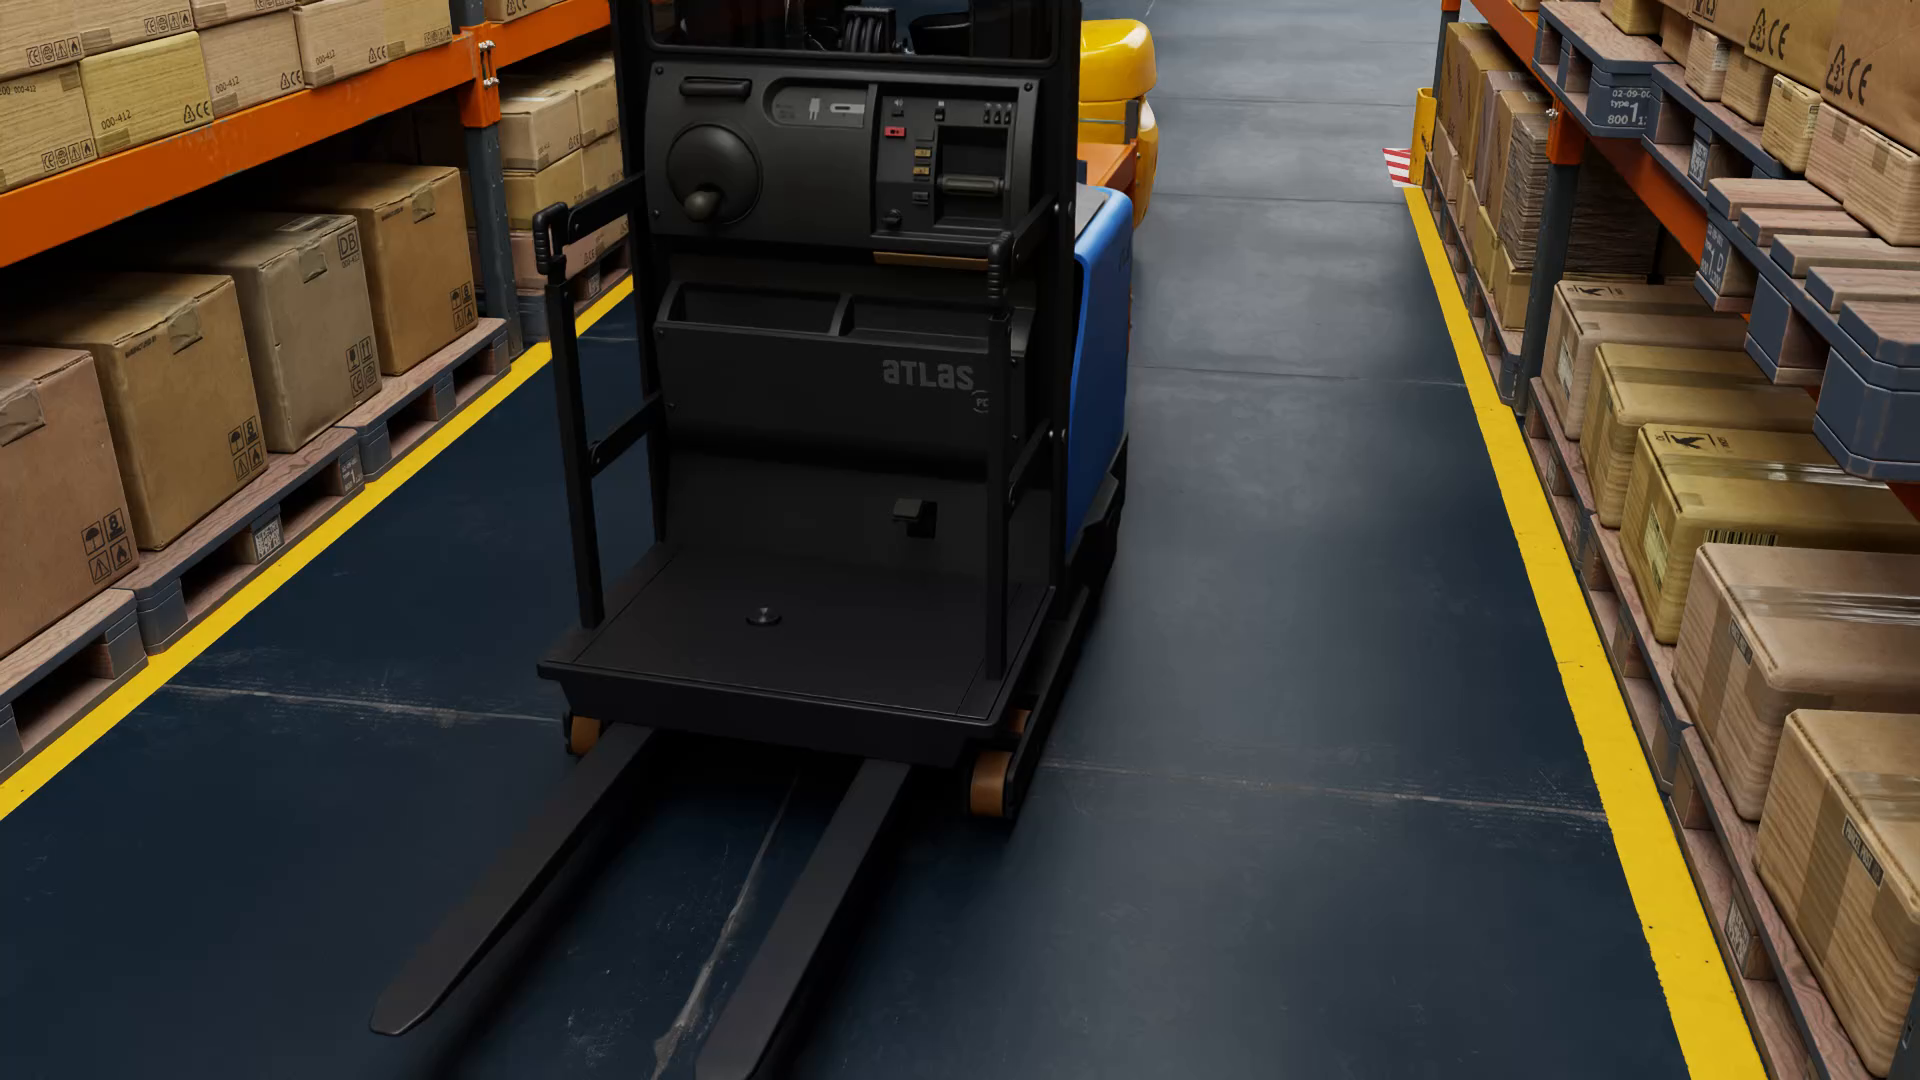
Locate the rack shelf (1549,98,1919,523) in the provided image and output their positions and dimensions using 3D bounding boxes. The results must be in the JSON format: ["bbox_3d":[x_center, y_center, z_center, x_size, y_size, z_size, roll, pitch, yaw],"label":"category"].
[{"bbox_3d":[2.257,-0.640,3.927,1.077,0.370,4.000,4,25,9],"label":"rack shelf"}]

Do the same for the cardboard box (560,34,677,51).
[{"bbox_3d":[-1.668,-2.364,8.331,0.500,0.250,0.500,4,25,7],"label":"cardboard box"}]

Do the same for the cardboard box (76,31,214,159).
[{"bbox_3d":[-2.403,-1.215,4.485,0.500,0.250,0.500,5,26,10],"label":"cardboard box"}]

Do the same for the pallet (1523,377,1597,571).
[{"bbox_3d":[2.458,-0.214,5.457,1.003,0.211,1.213,4,25,9],"label":"pallet"}]

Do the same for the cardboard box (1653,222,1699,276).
[{"bbox_3d":[2.946,-1.315,6.384,0.500,0.500,0.500,5,26,11],"label":"cardboard box"}]

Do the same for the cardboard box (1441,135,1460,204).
[{"bbox_3d":[2.742,-1.889,8.495,0.500,0.250,0.500,5,26,10],"label":"cardboard box"}]

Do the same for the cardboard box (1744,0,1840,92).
[{"bbox_3d":[1.885,-1.137,3.177,0.500,0.500,0.500,2,25,5],"label":"cardboard box"}]

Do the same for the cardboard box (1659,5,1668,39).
[{"bbox_3d":[2.161,-1.442,4.593,0.380,0.149,0.250,6,26,12],"label":"cardboard box"}]

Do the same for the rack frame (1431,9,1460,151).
[{"bbox_3d":[3.237,-3.475,9.136,1.000,3.000,0.127,4,25,9],"label":"rack frame"}]

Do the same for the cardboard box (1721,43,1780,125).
[{"bbox_3d":[1.927,-1.013,3.676,0.380,0.149,0.250,3,25,7],"label":"cardboard box"}]

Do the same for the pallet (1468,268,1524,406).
[{"bbox_3d":[2.659,-0.823,6.758,1.003,0.211,1.213,4,25,9],"label":"pallet"}]

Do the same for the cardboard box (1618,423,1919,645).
[{"bbox_3d":[2.274,0.009,4.297,0.950,0.372,0.625,5,26,10],"label":"cardboard box"}]

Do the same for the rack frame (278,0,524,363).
[{"bbox_3d":[-2.314,-2.145,6.293,1.000,3.000,0.127,4,25,9],"label":"rack frame"}]

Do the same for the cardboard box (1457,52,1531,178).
[{"bbox_3d":[2.658,-2.003,7.855,0.500,0.500,0.500,5,25,10],"label":"cardboard box"}]

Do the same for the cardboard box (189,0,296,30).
[{"bbox_3d":[-2.308,-1.651,4.826,0.500,0.250,0.500,5,25,10],"label":"cardboard box"}]

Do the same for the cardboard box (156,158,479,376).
[{"bbox_3d":[-2.388,-1.040,6.240,0.875,0.625,0.625,5,26,11],"label":"cardboard box"}]

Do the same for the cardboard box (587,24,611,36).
[{"bbox_3d":[-2.096,-2.610,8.856,0.500,0.250,0.500,4,25,8],"label":"cardboard box"}]

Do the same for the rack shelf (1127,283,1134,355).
[{"bbox_3d":[0.270,-0.657,5.904,0.538,0.278,1.000,6,26,13],"label":"rack shelf"}]

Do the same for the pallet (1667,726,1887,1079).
[{"bbox_3d":[2.059,0.807,3.277,1.003,0.211,1.213,4,25,9],"label":"pallet"}]

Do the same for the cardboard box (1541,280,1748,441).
[{"bbox_3d":[2.500,-0.583,5.561,0.950,0.372,0.625,4,25,9],"label":"cardboard box"}]

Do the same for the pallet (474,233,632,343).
[{"bbox_3d":[-2.143,-1.211,7.589,1.003,0.211,1.213,4,25,9],"label":"pallet"}]

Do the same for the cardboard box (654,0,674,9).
[{"bbox_3d":[-1.925,-3.027,9.748,0.500,0.250,0.500,4,25,8],"label":"cardboard box"}]

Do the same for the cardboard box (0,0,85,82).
[{"bbox_3d":[-2.468,-1.226,3.918,0.500,0.250,0.500,3,25,7],"label":"cardboard box"}]

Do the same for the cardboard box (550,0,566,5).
[{"bbox_3d":[-1.915,-2.576,7.098,0.500,0.500,0.500,4,25,9],"label":"cardboard box"}]

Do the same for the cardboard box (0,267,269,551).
[{"bbox_3d":[-2.643,-0.402,4.876,0.875,0.625,0.625,3,25,6],"label":"cardboard box"}]

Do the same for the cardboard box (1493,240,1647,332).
[{"bbox_3d":[2.415,-1.013,6.624,0.500,0.250,0.500,5,26,11],"label":"cardboard box"}]

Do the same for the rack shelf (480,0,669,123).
[{"bbox_3d":[-1.987,-2.655,8.233,1.077,0.370,4.000,4,25,9],"label":"rack shelf"}]

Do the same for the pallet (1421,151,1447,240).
[{"bbox_3d":[3.057,-1.843,8.939,1.003,0.211,1.213,4,25,9],"label":"pallet"}]

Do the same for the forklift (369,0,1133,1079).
[{"bbox_3d":[-0.332,-0.858,3.626,1.130,2.935,3.031,6,26,13],"label":"forklift"}]

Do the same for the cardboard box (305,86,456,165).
[{"bbox_3d":[-2.424,-1.762,7.044,0.500,0.250,0.500,5,25,10],"label":"cardboard box"}]

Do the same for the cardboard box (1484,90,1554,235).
[{"bbox_3d":[2.497,-1.566,6.920,0.500,0.500,0.500,4,25,9],"label":"cardboard box"}]

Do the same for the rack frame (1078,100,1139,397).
[{"bbox_3d":[0.396,-1.088,6.247,0.500,1.125,0.032,6,26,13],"label":"rack frame"}]

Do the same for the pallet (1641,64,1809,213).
[{"bbox_3d":[2.213,-0.873,3.803,1.003,0.211,1.213,4,25,9],"label":"pallet"}]

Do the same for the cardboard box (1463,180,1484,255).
[{"bbox_3d":[2.580,-1.449,7.555,0.500,0.250,0.500,4,25,9],"label":"cardboard box"}]

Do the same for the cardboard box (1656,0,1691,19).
[{"bbox_3d":[2.049,-1.581,4.125,0.500,0.500,0.500,4,25,8],"label":"cardboard box"}]

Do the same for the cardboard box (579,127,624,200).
[{"bbox_3d":[-1.850,-1.708,7.518,0.500,0.250,0.500,4,25,8],"label":"cardboard box"}]

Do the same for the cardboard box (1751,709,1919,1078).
[{"bbox_3d":[2.032,0.635,2.959,0.950,0.372,0.625,2,25,5],"label":"cardboard box"}]

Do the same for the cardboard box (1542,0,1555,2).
[{"bbox_3d":[2.369,-1.949,6.171,0.380,0.149,0.250,5,25,10],"label":"cardboard box"}]

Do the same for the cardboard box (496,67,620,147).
[{"bbox_3d":[-1.832,-1.936,7.416,0.500,0.250,0.500,4,25,9],"label":"cardboard box"}]

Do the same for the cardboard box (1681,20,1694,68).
[{"bbox_3d":[2.036,-1.234,4.148,0.380,0.149,0.250,4,25,9],"label":"cardboard box"}]

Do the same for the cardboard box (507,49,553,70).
[{"bbox_3d":[-2.260,-2.185,7.949,0.500,0.250,0.500,4,25,9],"label":"cardboard box"}]

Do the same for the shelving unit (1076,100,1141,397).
[{"bbox_3d":[0.270,-0.879,5.801,0.538,1.125,1.048,6,26,13],"label":"shelving unit"}]

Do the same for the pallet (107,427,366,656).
[{"bbox_3d":[-2.593,-0.059,5.127,1.003,0.211,1.213,4,25,9],"label":"pallet"}]

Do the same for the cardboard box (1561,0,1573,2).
[{"bbox_3d":[2.411,-2.185,5.912,0.500,0.500,0.500,3,25,7],"label":"cardboard box"}]

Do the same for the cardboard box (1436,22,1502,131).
[{"bbox_3d":[2.829,-2.431,8.770,0.500,0.500,0.500,3,25,7],"label":"cardboard box"}]

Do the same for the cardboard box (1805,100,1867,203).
[{"bbox_3d":[1.770,-0.689,2.986,0.380,0.149,0.250,3,25,6],"label":"cardboard box"}]

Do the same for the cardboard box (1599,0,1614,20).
[{"bbox_3d":[2.182,-1.669,5.079,0.380,0.149,0.250,4,25,9],"label":"cardboard box"}]

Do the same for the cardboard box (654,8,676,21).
[{"bbox_3d":[-1.505,-2.787,9.235,0.500,0.250,0.500,4,25,9],"label":"cardboard box"}]

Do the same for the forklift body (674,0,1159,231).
[{"bbox_3d":[-0.170,-2.514,8.083,2.313,2.155,1.214,4,25,9],"label":"forklift body"}]

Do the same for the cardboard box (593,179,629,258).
[{"bbox_3d":[-1.840,-1.482,7.627,0.500,0.250,0.500,3,25,7],"label":"cardboard box"}]

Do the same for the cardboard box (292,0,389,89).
[{"bbox_3d":[-2.215,-1.637,5.386,0.500,0.250,0.500,4,25,8],"label":"cardboard box"}]
